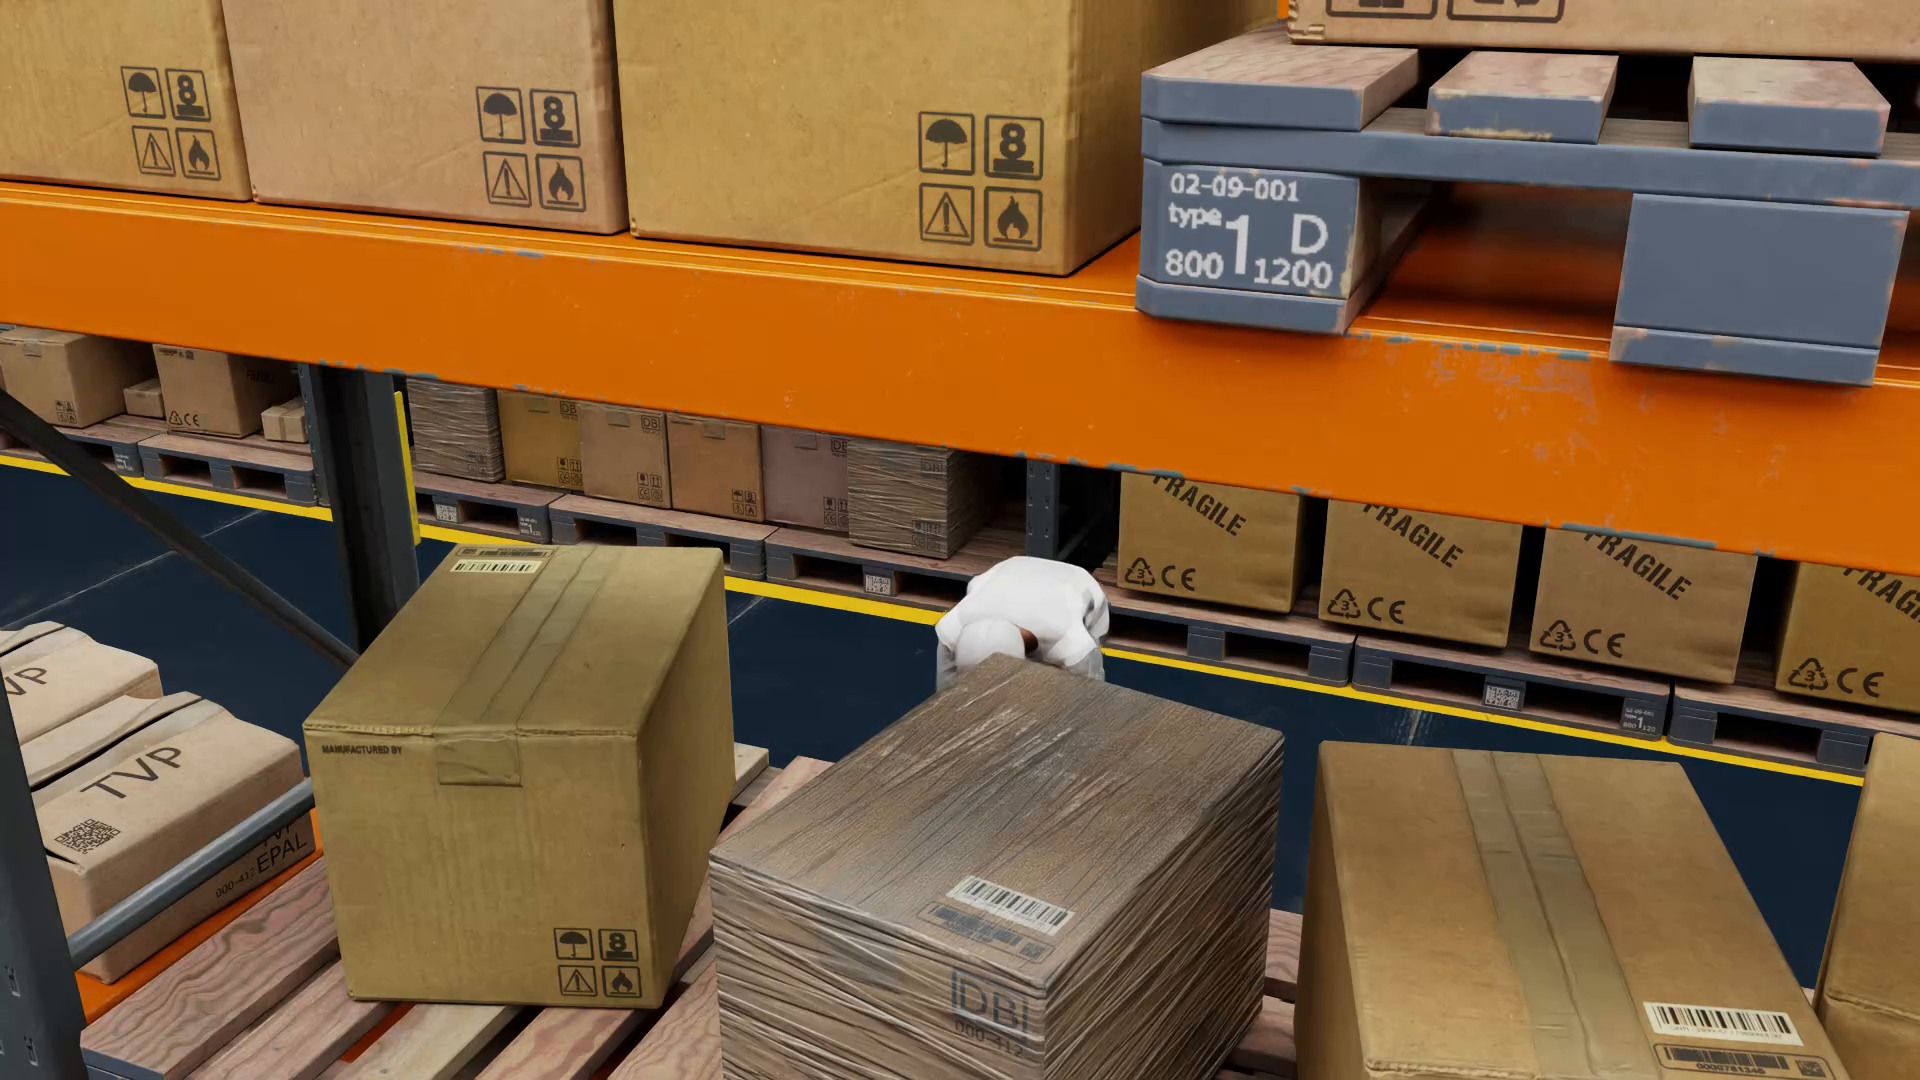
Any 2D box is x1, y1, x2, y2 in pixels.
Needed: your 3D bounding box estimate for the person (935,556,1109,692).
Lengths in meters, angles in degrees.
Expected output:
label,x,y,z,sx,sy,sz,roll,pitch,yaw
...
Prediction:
label,x,y,z,sx,sy,sz,roll,pitch,yaw
person,0.203,0.611,5.463,0.532,1.102,0.976,7,23,18
